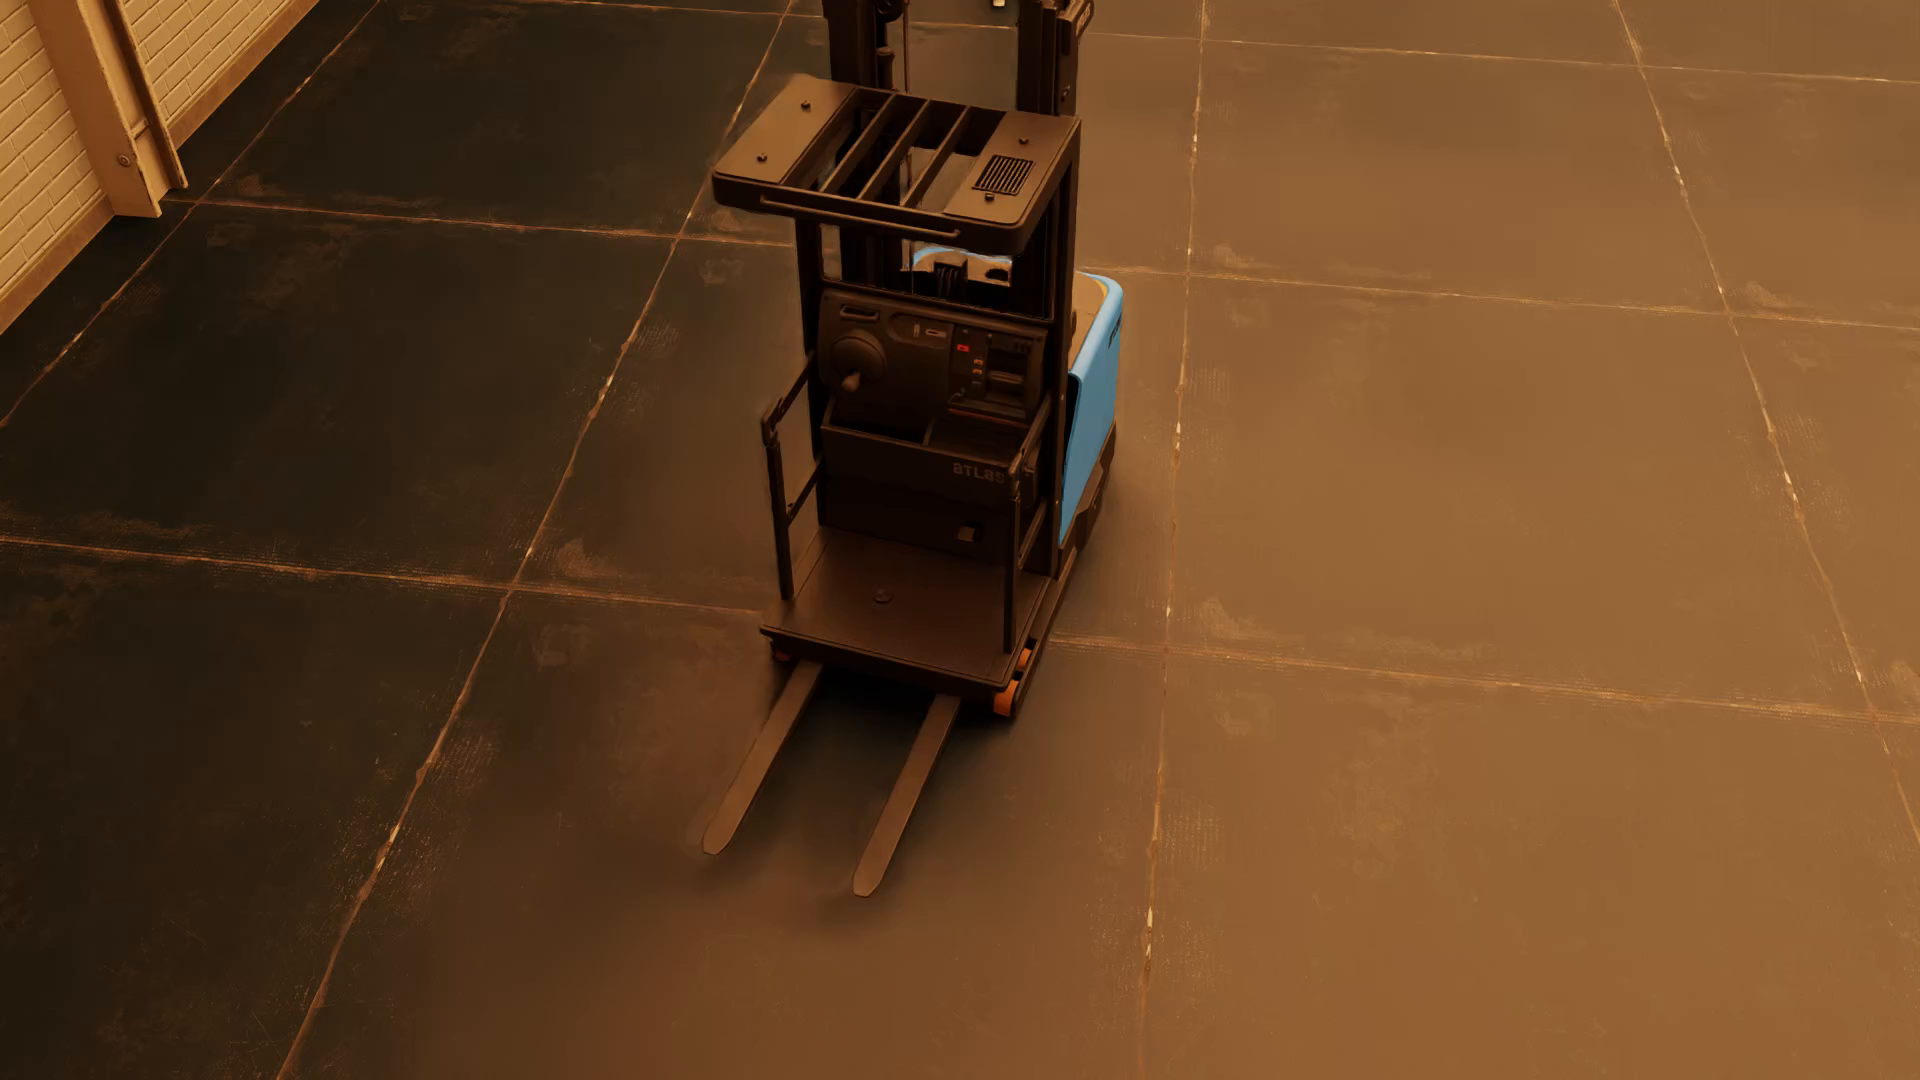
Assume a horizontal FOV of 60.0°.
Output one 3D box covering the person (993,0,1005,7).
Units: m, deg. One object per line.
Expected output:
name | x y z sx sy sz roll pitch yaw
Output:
person | 0.277 -4.567 11.656 0.731 1.665 0.479 0 43 0

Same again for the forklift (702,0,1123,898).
forklift | -0.185 -0.640 6.421 1.130 2.935 3.031 13 44 13
